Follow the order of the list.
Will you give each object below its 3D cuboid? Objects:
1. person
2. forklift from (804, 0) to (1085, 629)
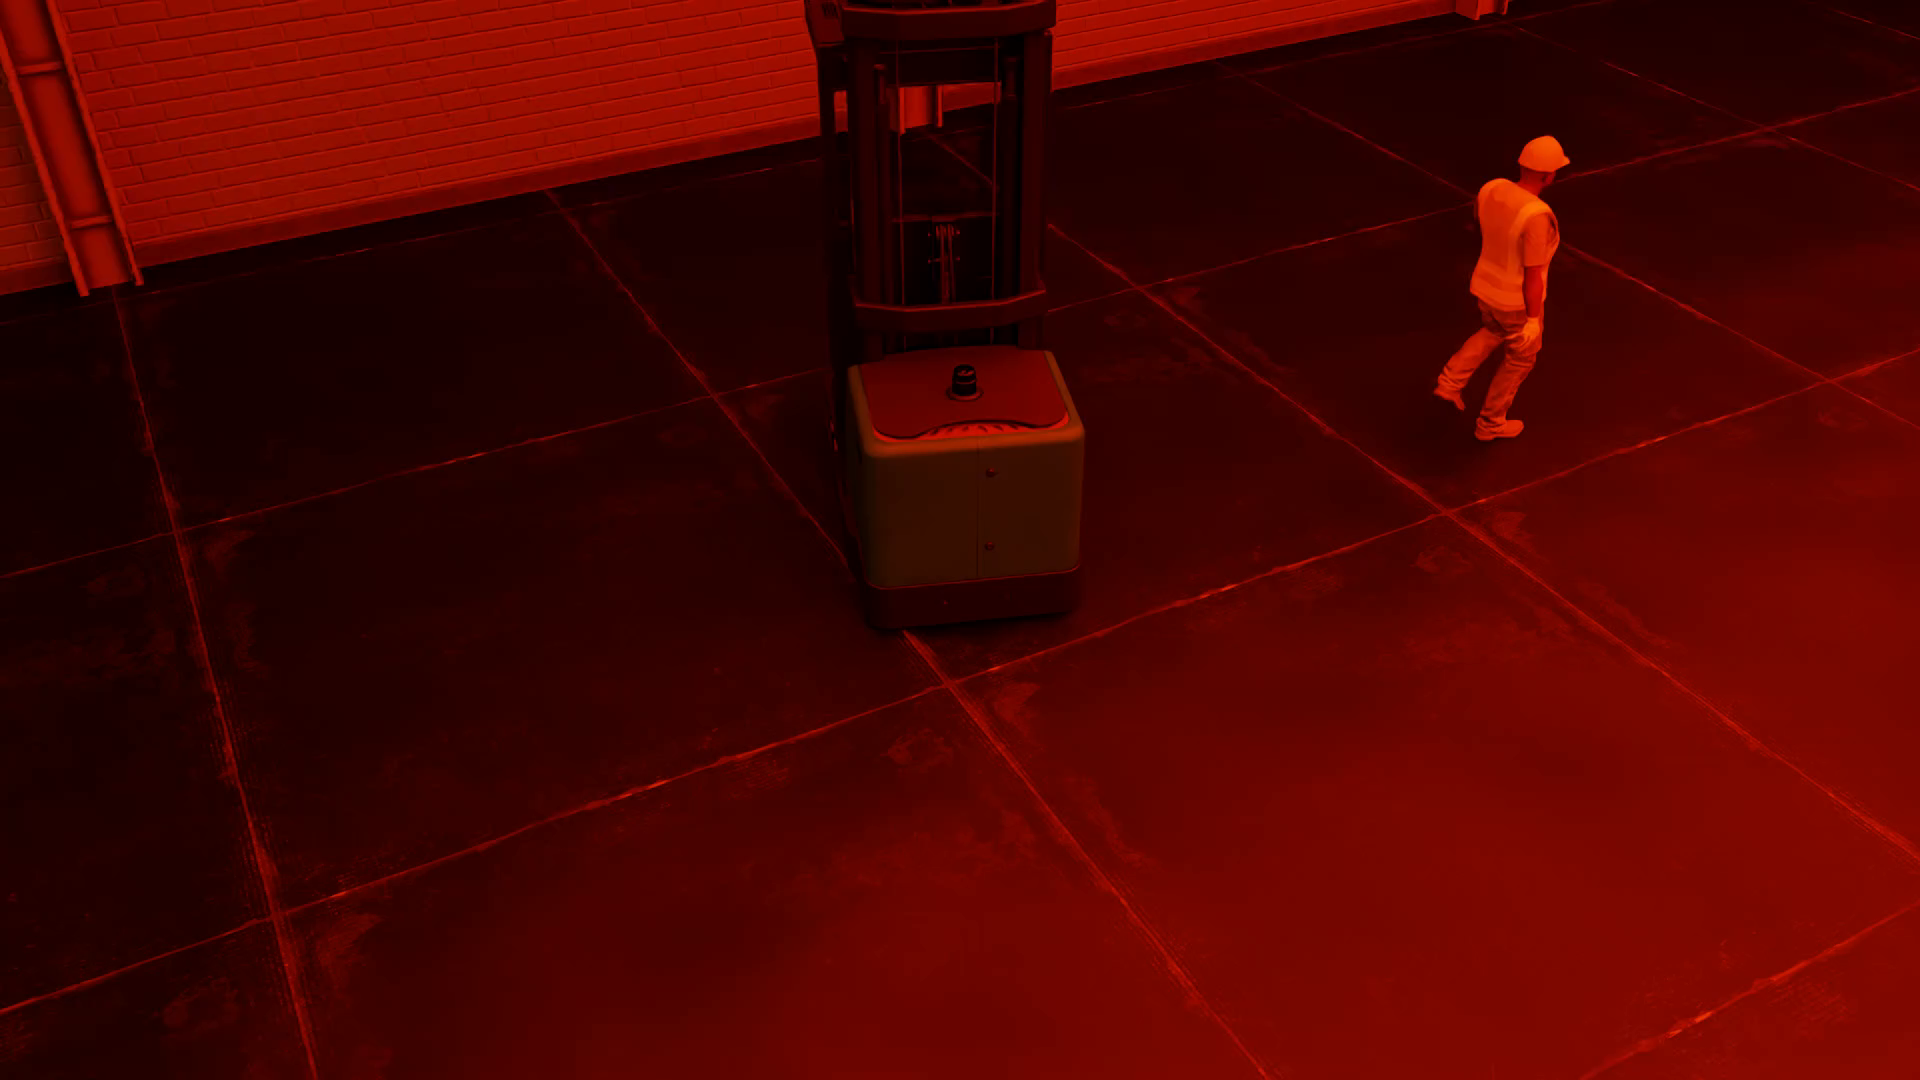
[{"bbox_3d":[2.971,-1.349,9.044,0.494,1.764,0.767,-13,37,-18],"label":"person"},{"bbox_3d":[-0.155,-1.614,8.406,1.130,2.935,3.031,-5,36,-7],"label":"forklift"}]
